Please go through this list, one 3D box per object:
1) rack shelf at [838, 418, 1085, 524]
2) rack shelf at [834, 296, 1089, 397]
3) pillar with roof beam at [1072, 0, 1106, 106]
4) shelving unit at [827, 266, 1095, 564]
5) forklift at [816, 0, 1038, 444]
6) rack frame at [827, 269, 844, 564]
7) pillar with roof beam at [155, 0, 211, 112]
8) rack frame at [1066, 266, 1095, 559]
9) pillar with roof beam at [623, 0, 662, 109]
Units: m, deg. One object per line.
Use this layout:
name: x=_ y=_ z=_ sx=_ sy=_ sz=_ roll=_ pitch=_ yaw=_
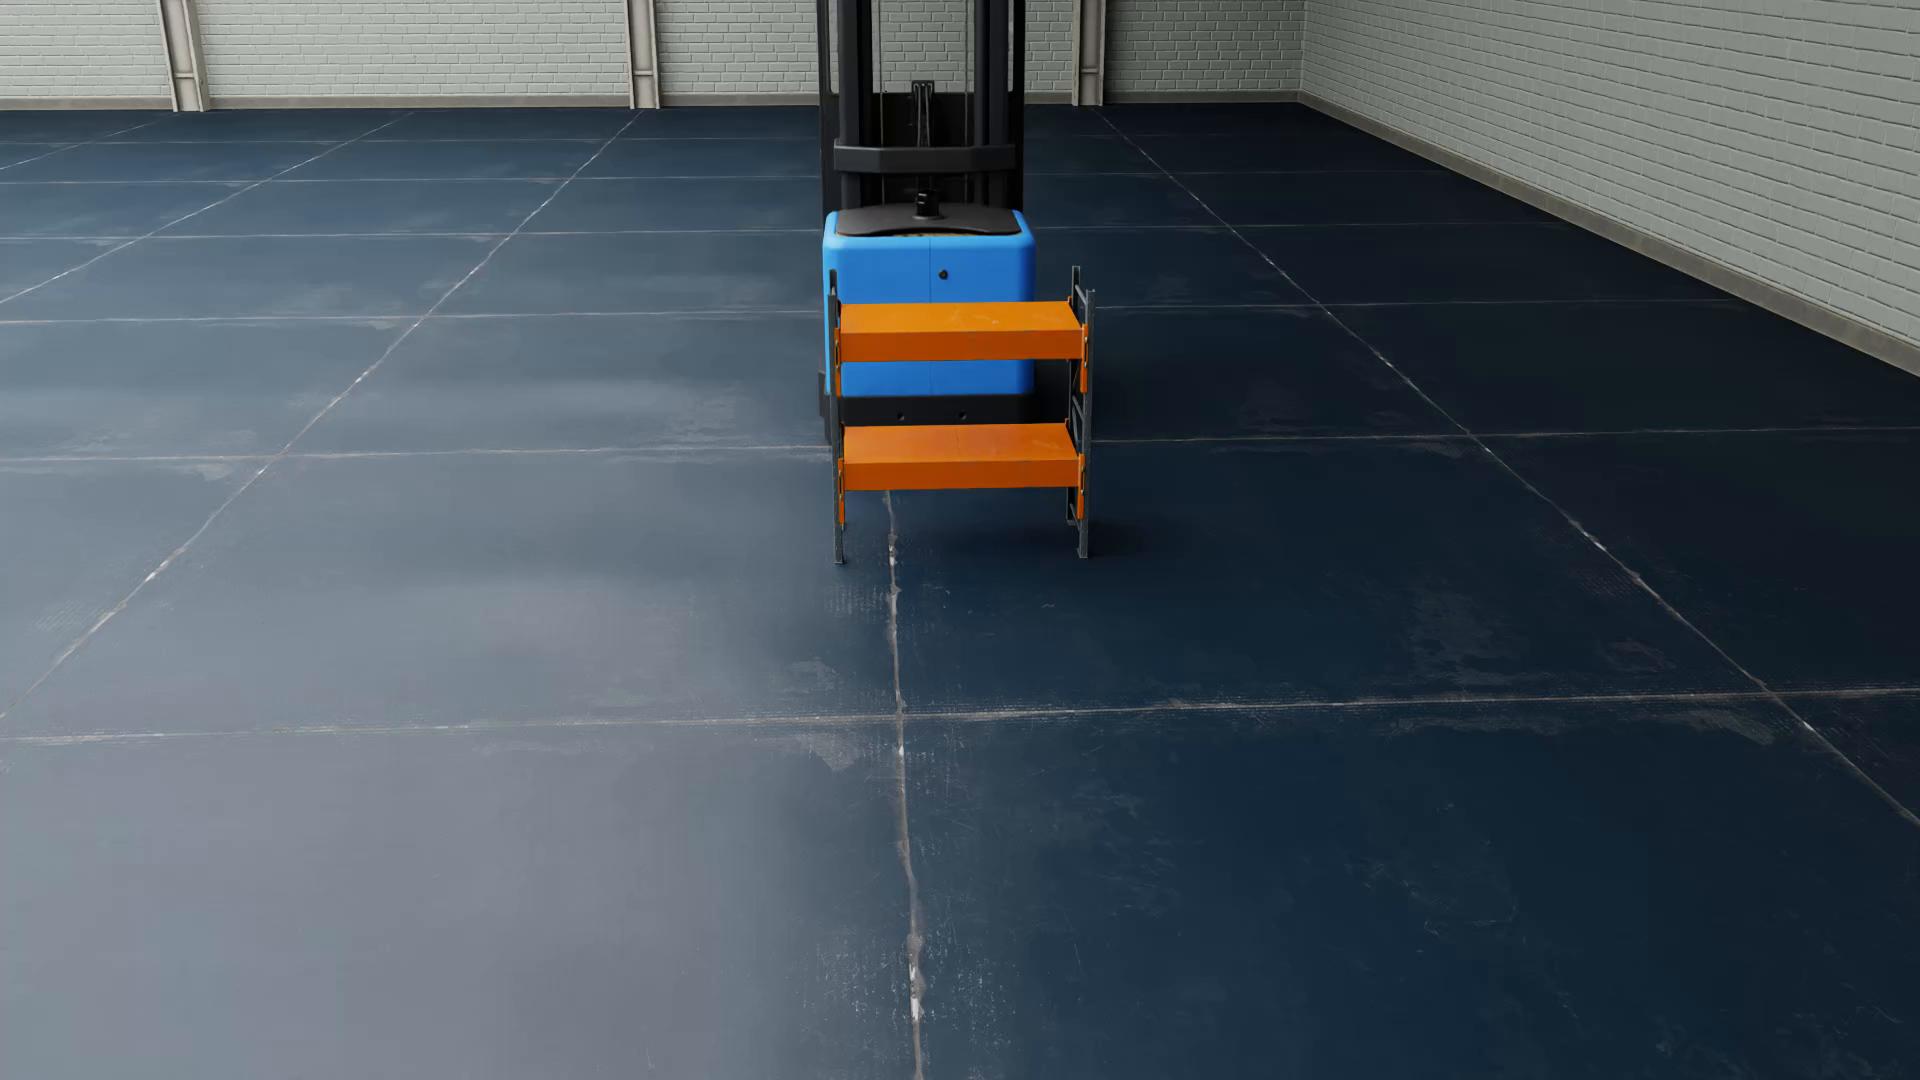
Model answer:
rack shelf: x=-0.007 y=-0.297 z=7.007 sx=1.000 sy=0.278 sz=0.538 roll=-1 pitch=21 yaw=-3
rack shelf: x=-0.007 y=-0.799 z=6.816 sx=1.000 sy=0.278 sz=0.538 roll=-1 pitch=21 yaw=-3
pillar with roof beam: x=1.992 y=-8.655 z=17.207 sx=0.400 sy=9.000 sz=9.100 roll=-1 pitch=21 yaw=-3
shelving unit: x=-0.007 y=-0.526 z=6.920 sx=1.048 sy=1.125 sz=0.538 roll=-1 pitch=21 yaw=-3
forklift: x=-0.215 y=-2.318 z=9.089 sx=1.130 sy=2.935 sz=3.031 roll=-1 pitch=21 yaw=-3
rack frame: x=-0.514 y=-0.515 z=6.893 sx=0.032 sy=1.125 sz=0.500 roll=-1 pitch=21 yaw=-3
pillar with roof beam: x=-9.989 y=-8.411 z=16.566 sx=0.400 sy=9.000 sz=9.100 roll=-1 pitch=21 yaw=-3
rack frame: x=0.501 y=-0.536 z=6.948 sx=0.032 sy=1.125 sz=0.500 roll=-1 pitch=21 yaw=-3
pillar with roof beam: x=-3.999 y=-8.533 z=16.886 sx=0.400 sy=9.000 sz=9.100 roll=-1 pitch=21 yaw=-3
